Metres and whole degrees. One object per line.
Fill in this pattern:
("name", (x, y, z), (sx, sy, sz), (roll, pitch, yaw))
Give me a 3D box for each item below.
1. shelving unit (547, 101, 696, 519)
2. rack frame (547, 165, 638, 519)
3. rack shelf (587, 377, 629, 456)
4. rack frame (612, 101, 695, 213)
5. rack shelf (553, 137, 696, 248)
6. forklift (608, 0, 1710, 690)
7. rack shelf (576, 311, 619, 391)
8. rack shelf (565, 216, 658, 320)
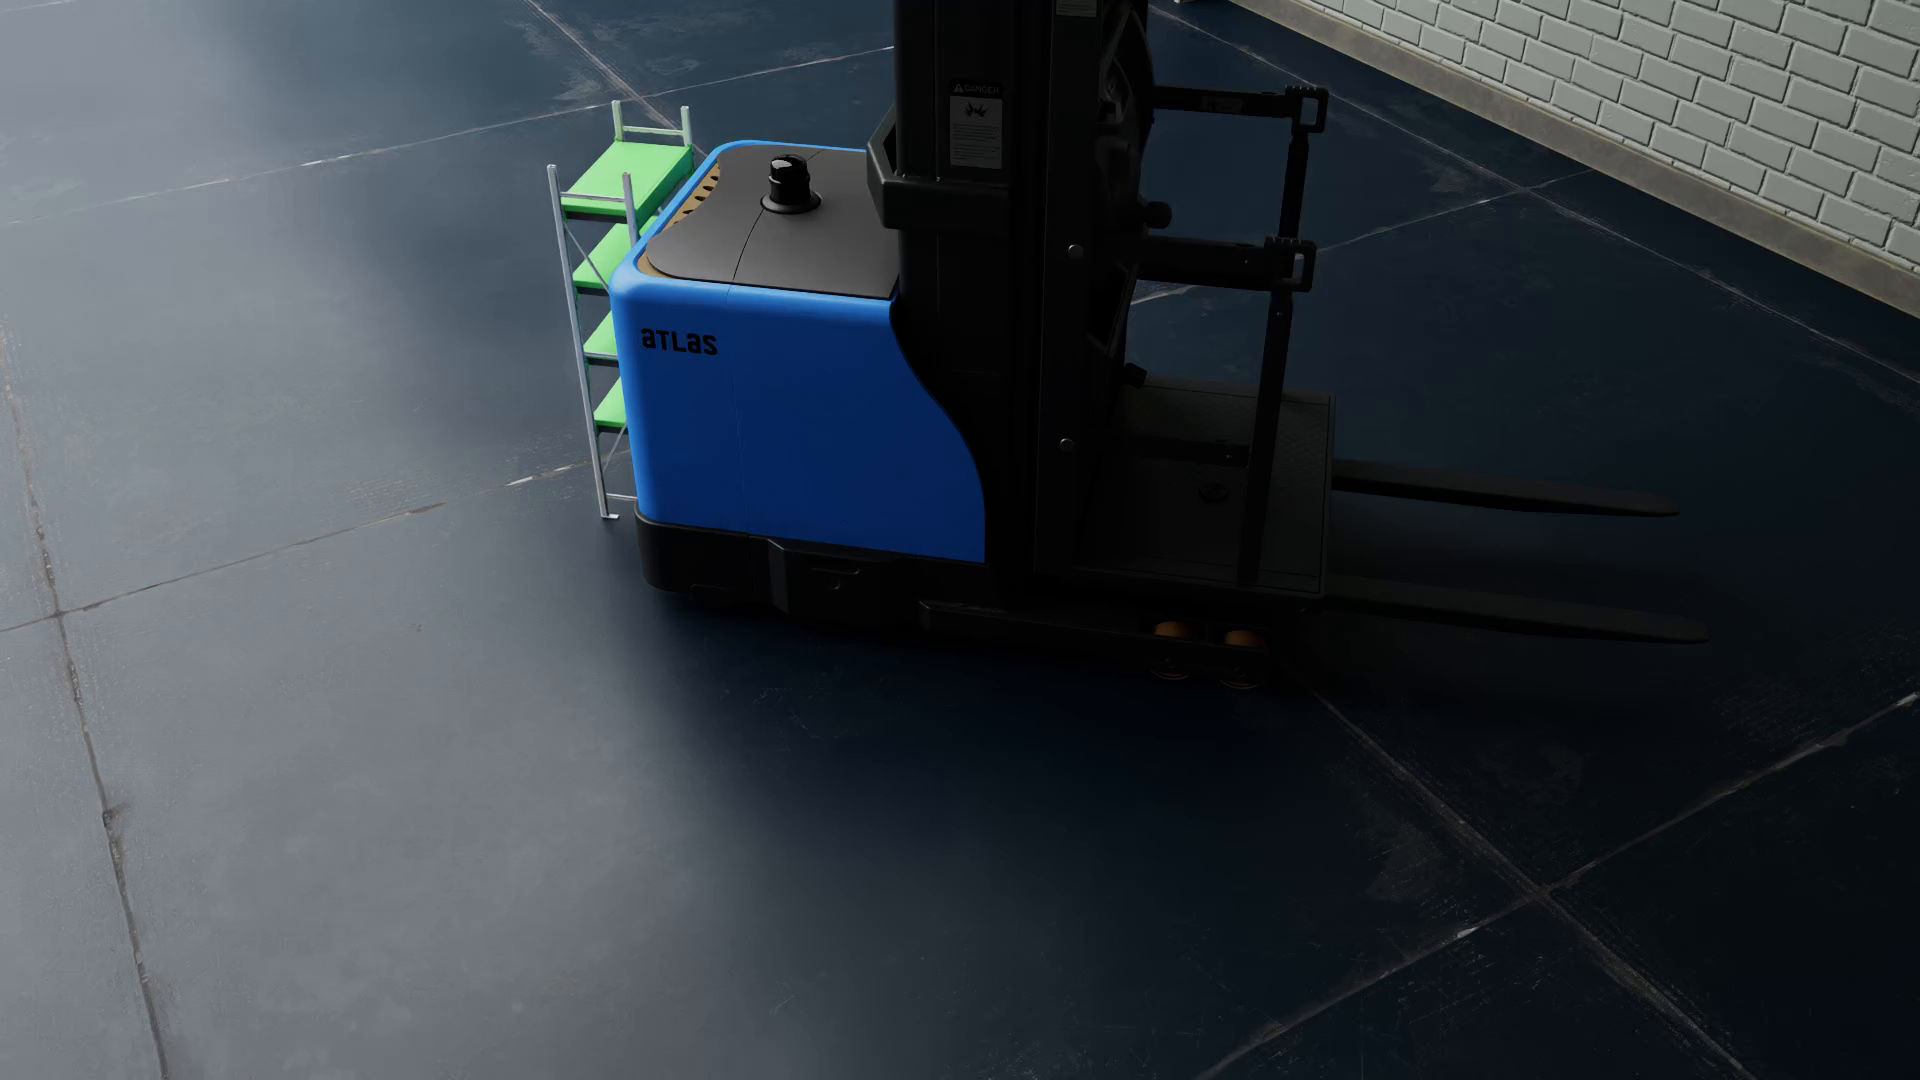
("shelving unit", (-0.984, -0.687, 5.174), (0.258, 1.200, 0.503), (7, 37, 9))
("rack frame", (-1.034, -0.546, 4.981), (0.240, 1.200, 0.015), (7, 37, 9))
("rack shelf", (-0.984, -0.442, 5.353), (0.258, 0.148, 0.480), (7, 37, 9))
("rack frame", (-0.934, -0.828, 5.367), (0.240, 1.200, 0.015), (7, 37, 9))
("rack shelf", (-0.984, -1.023, 4.928), (0.258, 0.148, 0.480), (7, 37, 9))
("forklift", (0.617, -1.107, 4.281), (3.031, 2.935, 1.130), (7, 37, 10))
("rack shelf", (-0.984, -0.636, 5.211), (0.258, 0.148, 0.480), (7, 37, 9))
("rack shelf", (-0.984, -0.830, 5.070), (0.258, 0.148, 0.480), (7, 37, 9))
